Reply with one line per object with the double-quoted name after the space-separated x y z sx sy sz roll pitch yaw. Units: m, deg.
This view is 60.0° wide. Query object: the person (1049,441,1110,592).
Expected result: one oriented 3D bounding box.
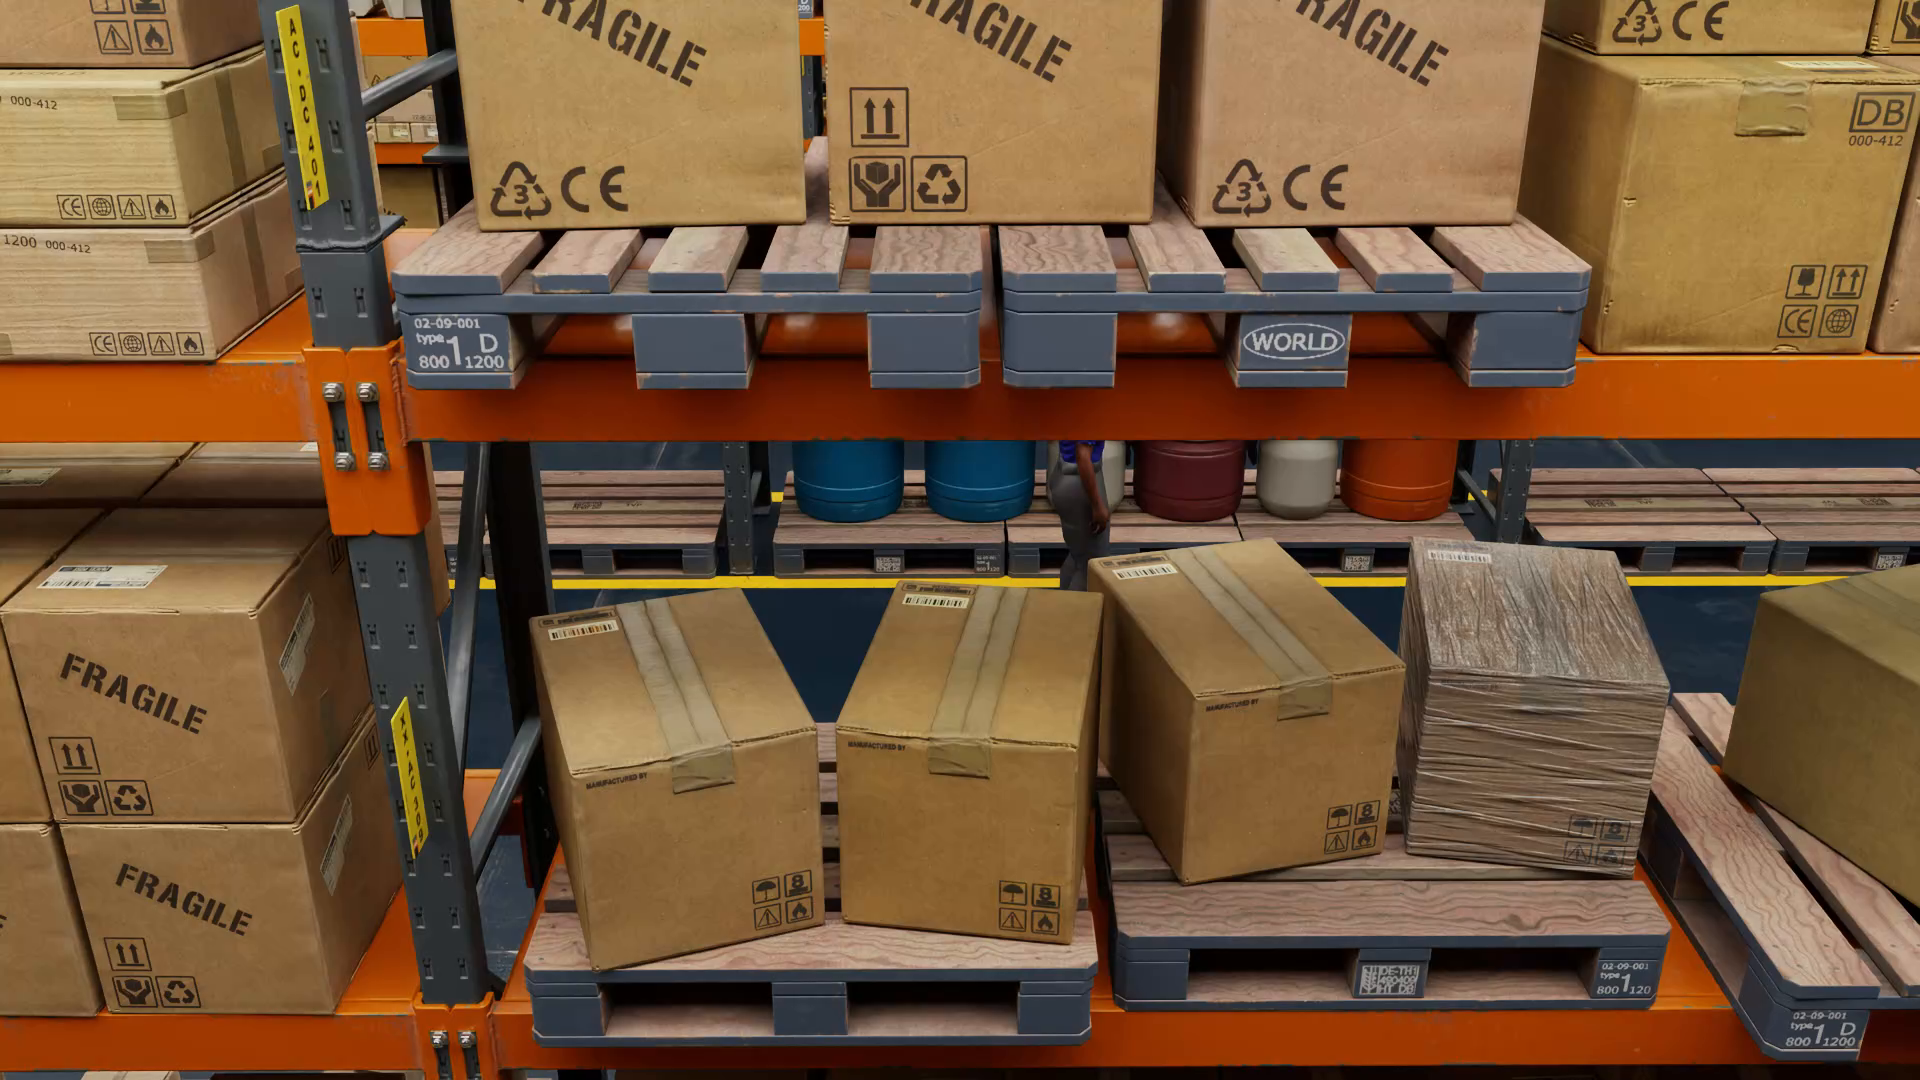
0.587 -0.231 7.621 0.351 1.655 0.506 0 24 -1 "person"
